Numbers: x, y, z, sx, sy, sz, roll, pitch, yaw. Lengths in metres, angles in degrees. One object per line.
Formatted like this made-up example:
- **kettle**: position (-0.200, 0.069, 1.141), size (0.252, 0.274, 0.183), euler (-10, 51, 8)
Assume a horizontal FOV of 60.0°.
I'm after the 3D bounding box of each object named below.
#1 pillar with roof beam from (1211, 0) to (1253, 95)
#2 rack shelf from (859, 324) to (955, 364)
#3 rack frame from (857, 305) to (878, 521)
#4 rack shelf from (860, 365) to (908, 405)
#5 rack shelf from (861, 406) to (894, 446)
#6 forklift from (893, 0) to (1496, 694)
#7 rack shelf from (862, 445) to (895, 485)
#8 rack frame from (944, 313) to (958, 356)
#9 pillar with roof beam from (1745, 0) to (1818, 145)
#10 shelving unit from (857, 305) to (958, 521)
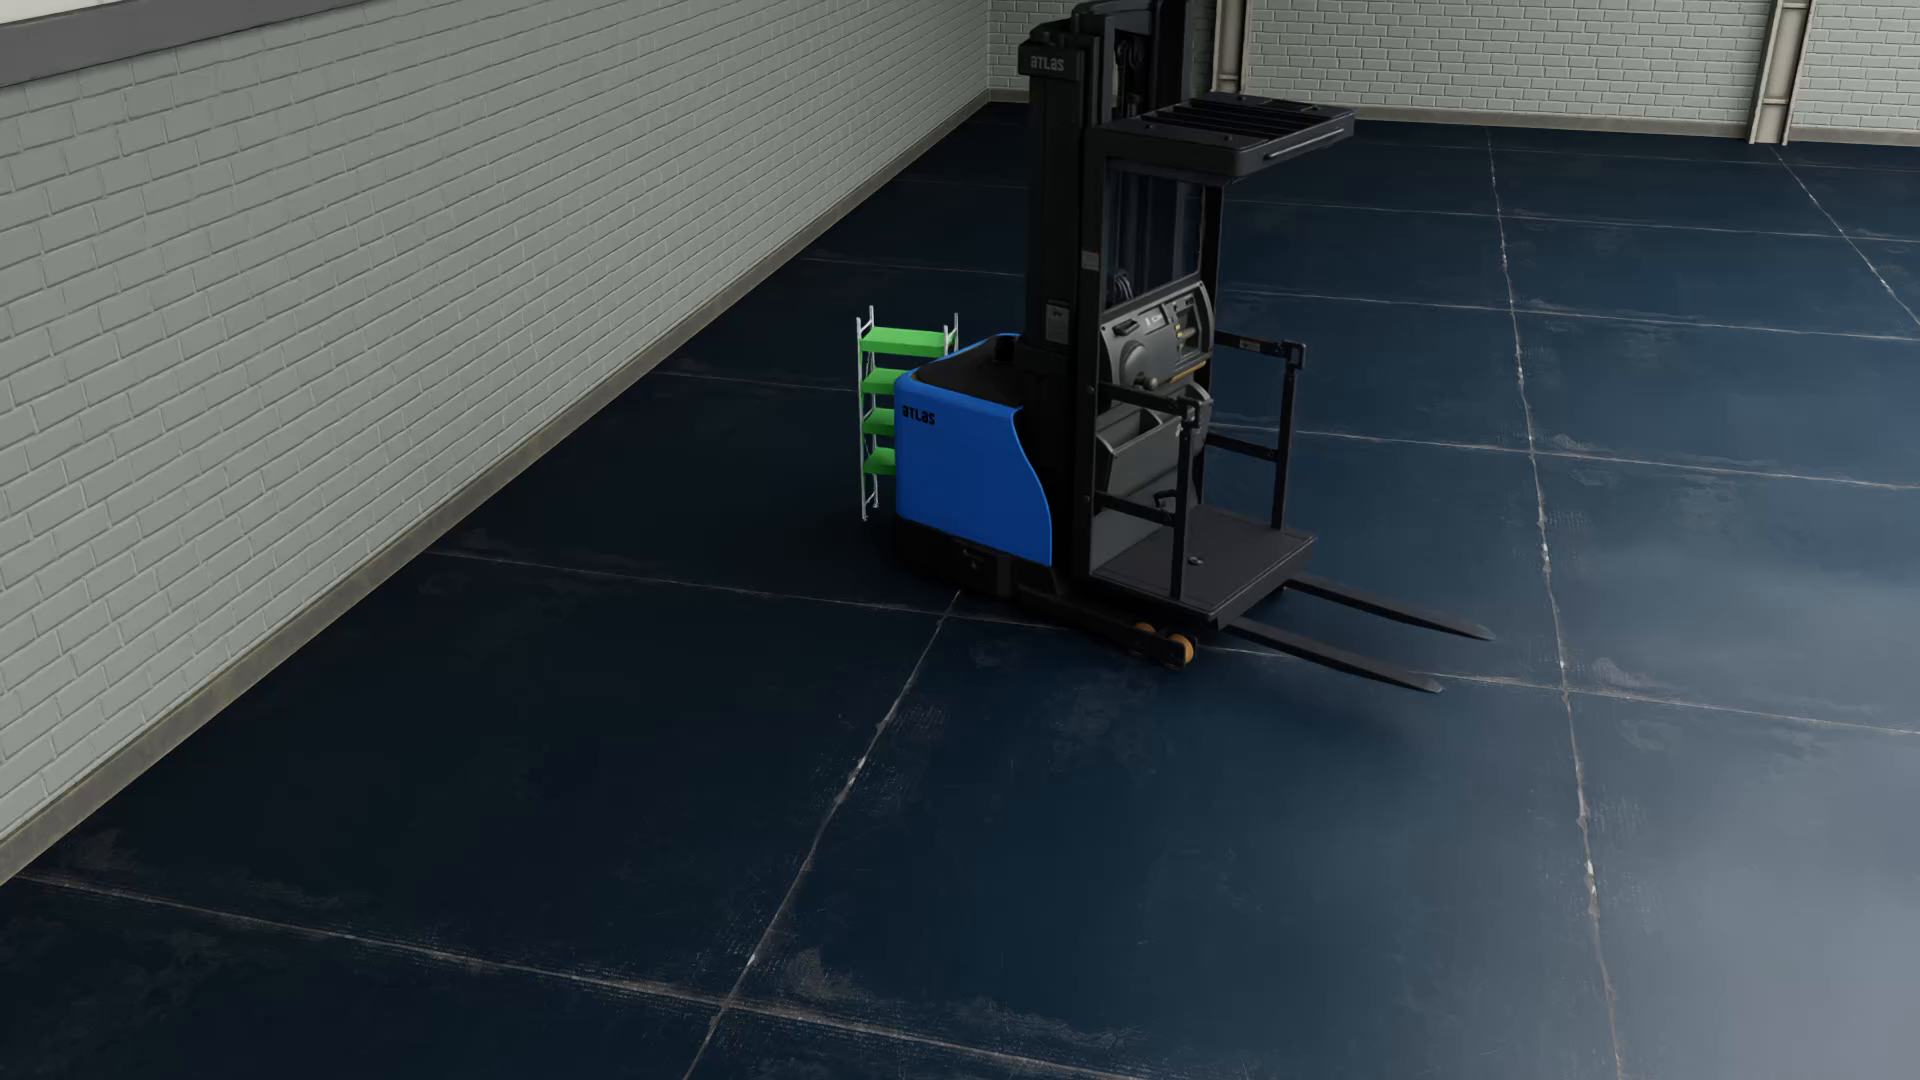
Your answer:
- **pillar with roof beam**: position (2.140, -7.379, 14.280), size (0.400, 9.000, 9.100), euler (6, 26, 13)
- **rack shelf**: position (-0.284, -1.051, 9.094), size (0.480, 0.148, 0.258), euler (7, 26, 14)
- **rack frame**: position (-0.519, -0.703, 9.331), size (0.015, 1.200, 0.240), euler (7, 26, 14)
- **rack shelf**: position (-0.284, -0.834, 9.197), size (0.480, 0.148, 0.258), euler (7, 26, 14)
- **rack shelf**: position (-0.284, -0.618, 9.300), size (0.480, 0.148, 0.258), euler (7, 26, 14)
- **forklift**: position (1.117, -0.962, 7.862), size (3.031, 2.935, 1.130), euler (19, 31, 34)
- **rack shelf**: position (-0.284, -0.401, 9.404), size (0.480, 0.148, 0.258), euler (7, 26, 14)
- **rack frame**: position (-0.049, -0.648, 9.214), size (0.015, 1.200, 0.240), euler (7, 26, 14)
- **pillar with roof beam**: position (7.950, -6.736, 12.931), size (0.400, 9.000, 9.100), euler (6, 26, 13)
- **shelving unit**: position (-0.284, -0.675, 9.273), size (0.503, 1.200, 0.258), euler (7, 26, 14)
